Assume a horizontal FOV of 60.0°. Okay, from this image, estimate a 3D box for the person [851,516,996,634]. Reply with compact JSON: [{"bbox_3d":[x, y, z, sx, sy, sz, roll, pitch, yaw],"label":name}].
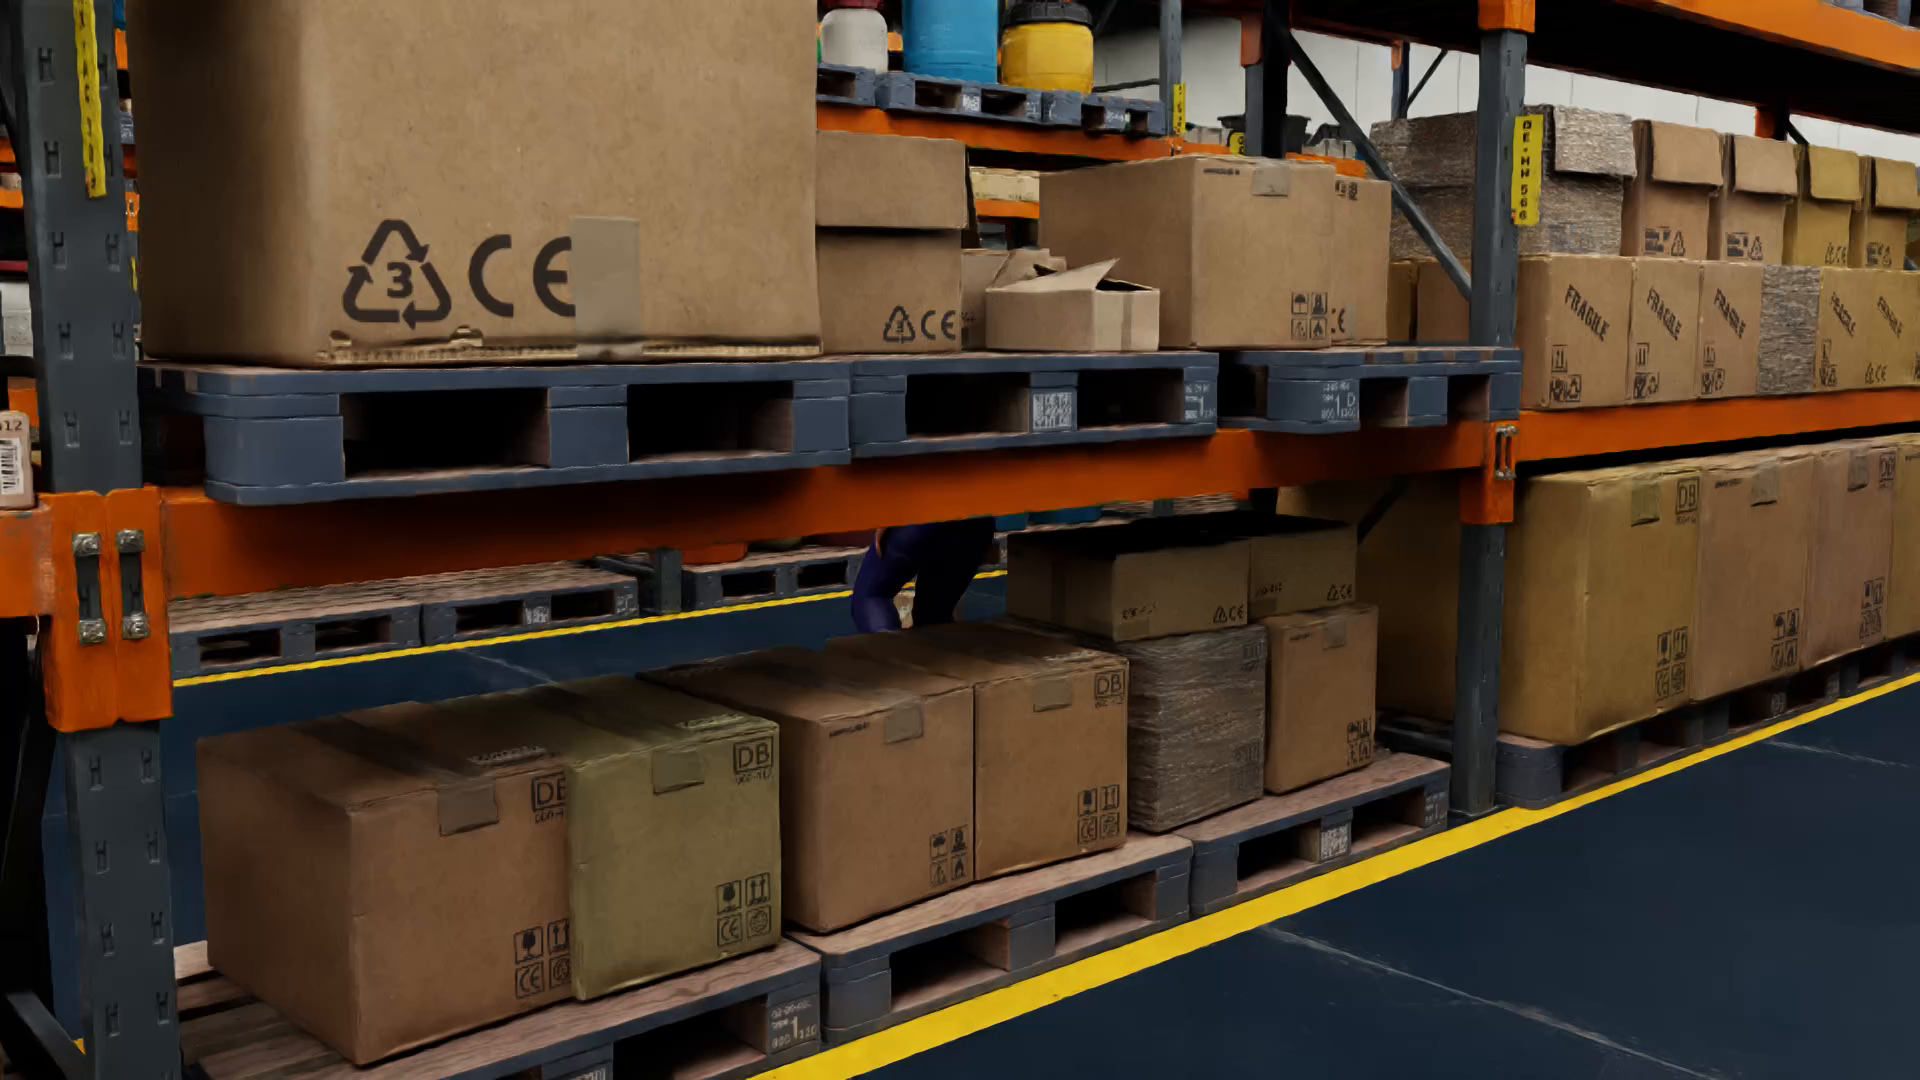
[{"bbox_3d":[-0.149,-0.049,6.348,0.660,1.623,0.432,-7,10,-41],"label":"person"}]
